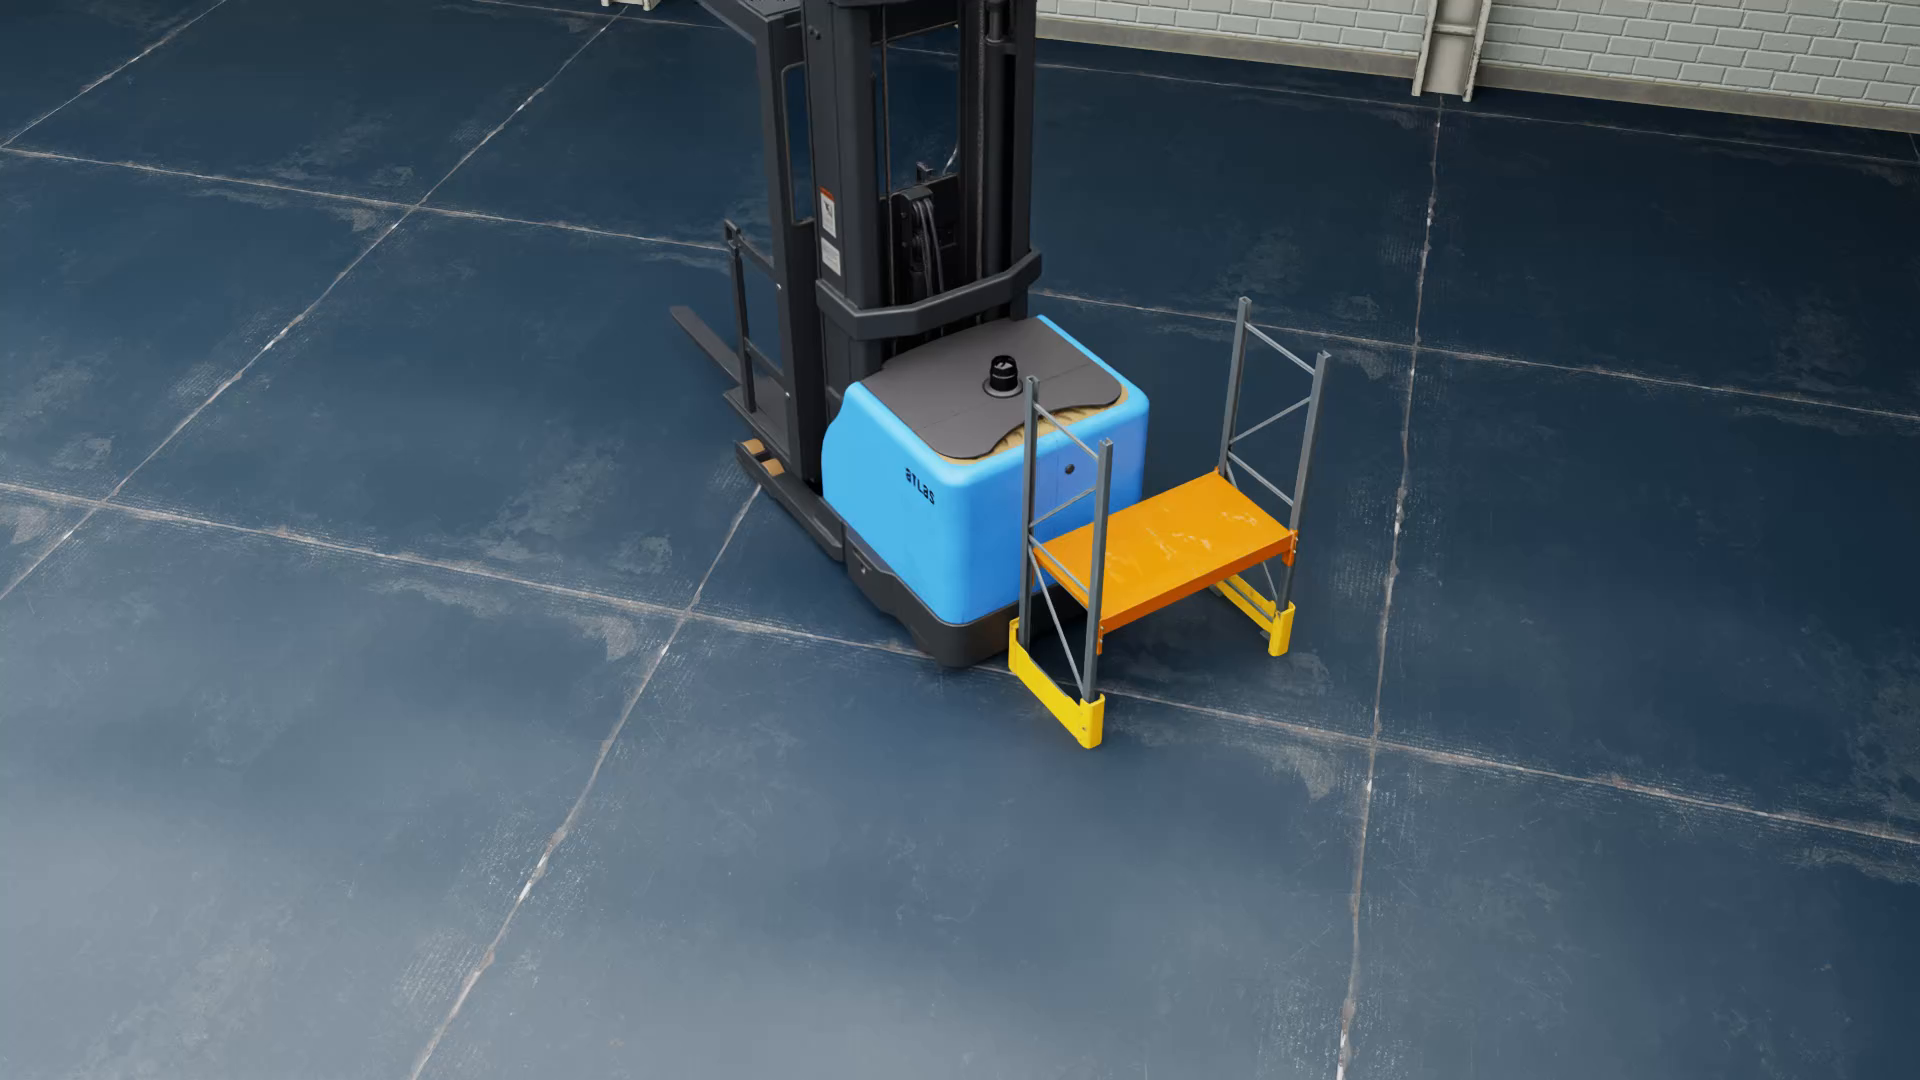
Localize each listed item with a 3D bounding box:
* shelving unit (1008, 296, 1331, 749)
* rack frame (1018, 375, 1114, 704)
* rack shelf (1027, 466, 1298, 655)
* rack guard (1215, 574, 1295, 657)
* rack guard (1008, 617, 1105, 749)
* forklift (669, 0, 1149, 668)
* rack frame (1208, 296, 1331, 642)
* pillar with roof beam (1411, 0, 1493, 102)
[{"bbox_3d":[0.811,-0.068,6.665,1.083,1.500,0.587,-22,45,-24],"label":"shelving unit"},{"bbox_3d":[0.391,0.105,6.458,0.032,1.500,0.500,-22,45,-24],"label":"rack frame"},{"bbox_3d":[0.819,0.067,6.784,1.000,0.185,0.538,-22,45,-24],"label":"rack shelf"},{"bbox_3d":[1.231,0.238,7.272,0.087,0.250,0.587,-22,45,-24],"label":"rack guard"},{"bbox_3d":[0.392,0.583,6.861,0.087,0.250,0.587,-22,45,-24],"label":"rack guard"},{"bbox_3d":[-0.440,-1.500,7.257,1.130,2.935,3.031,-23,45,-25],"label":"forklift"},{"bbox_3d":[1.247,-0.247,6.878,0.032,1.500,0.500,-22,45,-24],"label":"rack frame"},{"bbox_3d":[2.207,-3.875,5.367,0.400,9.000,9.100,10,41,11],"label":"pillar with roof beam"}]
